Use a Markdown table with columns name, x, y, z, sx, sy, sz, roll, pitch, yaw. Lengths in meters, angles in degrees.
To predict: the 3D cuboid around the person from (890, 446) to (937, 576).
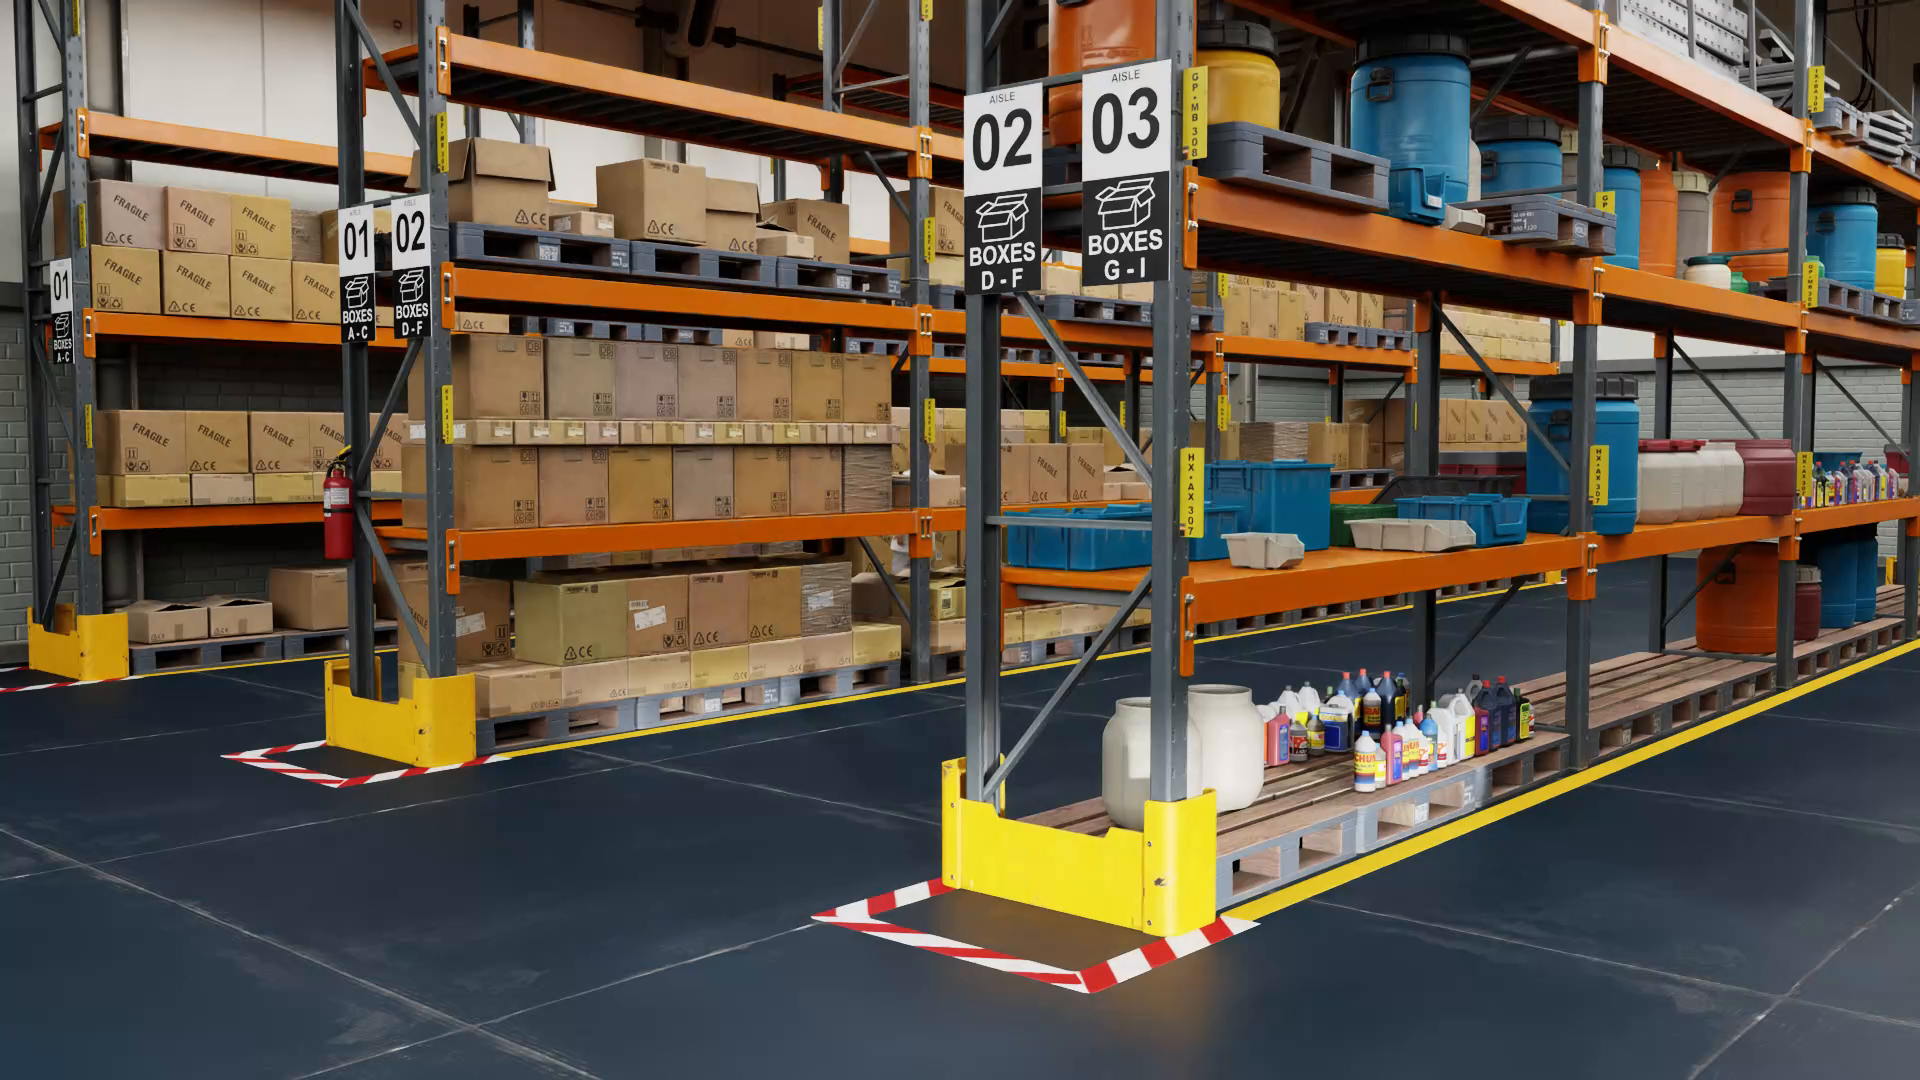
| name | x | y | z | sx | sy | sz | roll | pitch | yaw |
| --- | --- | --- | --- | --- | --- | --- | --- | --- | --- |
| person | -0.514 | -0.079 | 17.045 | 0.507 | 1.816 | 0.612 | 3 | 4 | 37 |
